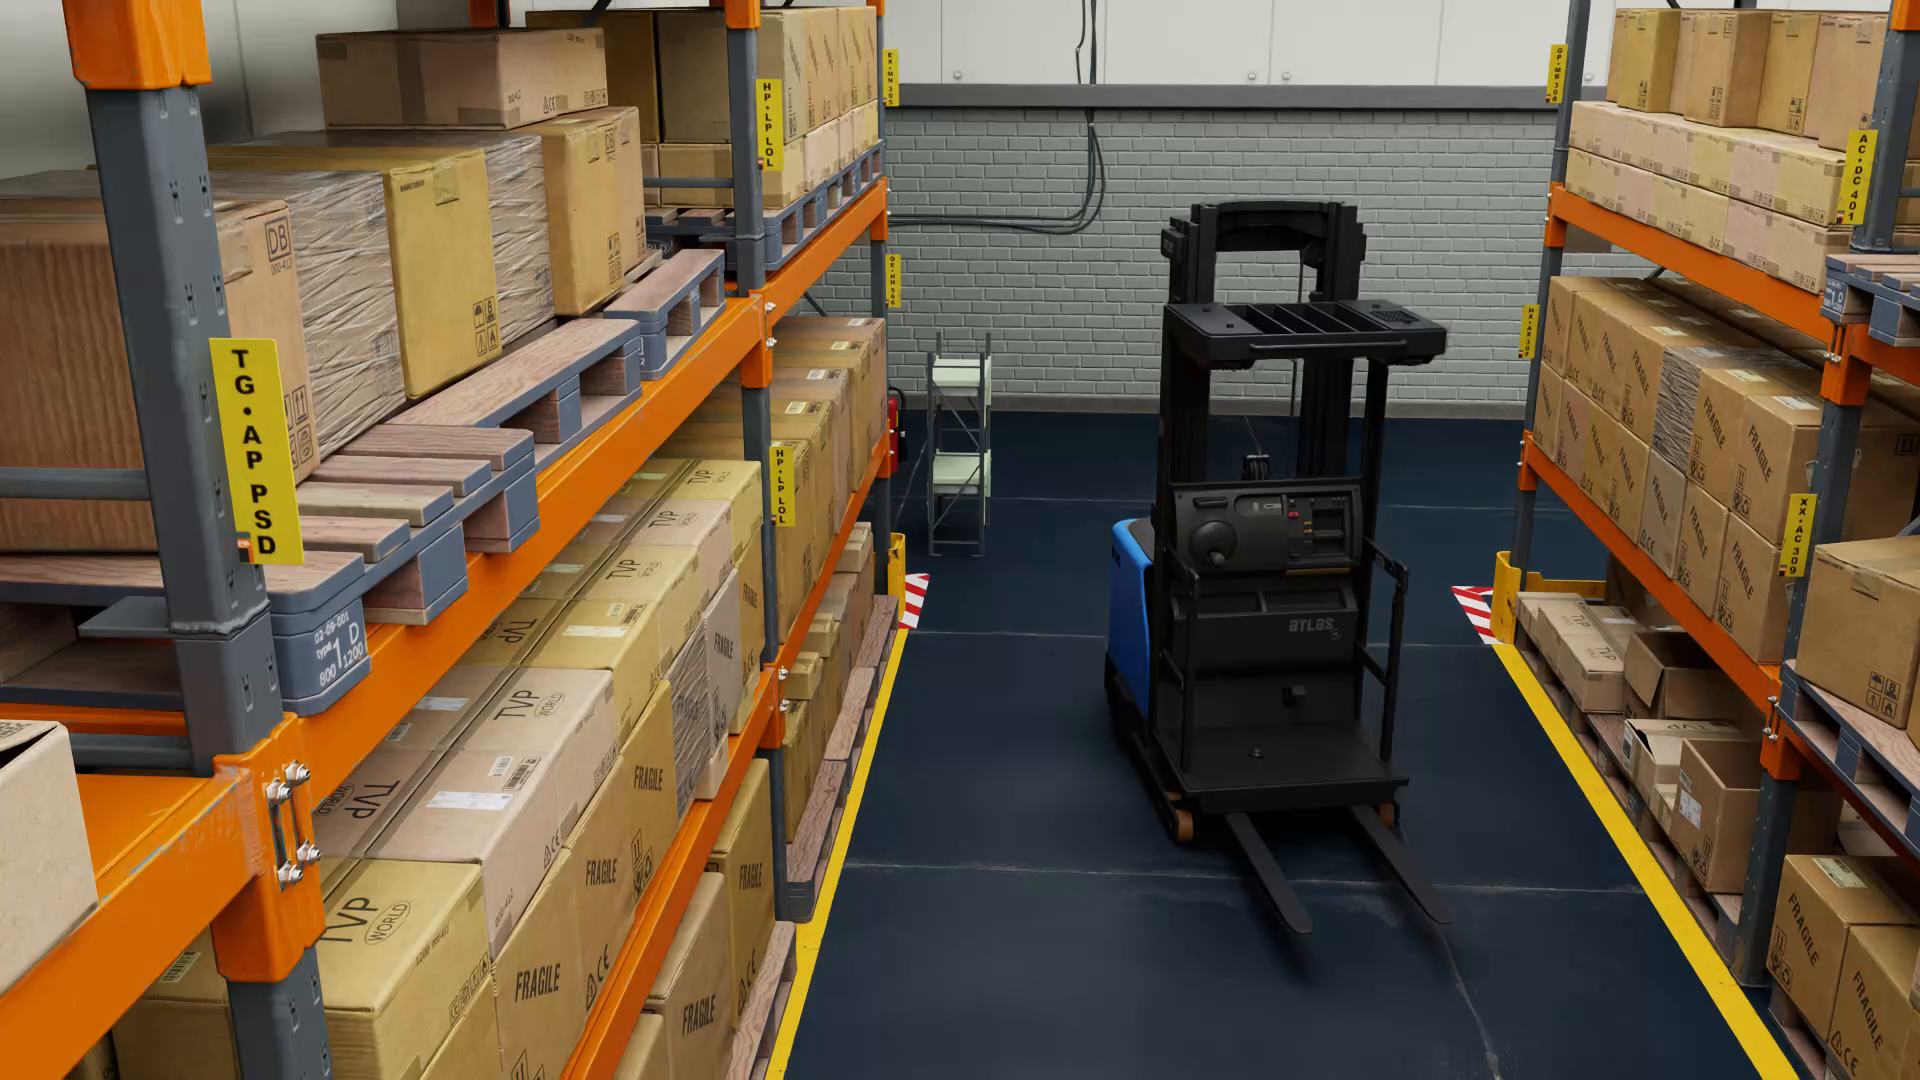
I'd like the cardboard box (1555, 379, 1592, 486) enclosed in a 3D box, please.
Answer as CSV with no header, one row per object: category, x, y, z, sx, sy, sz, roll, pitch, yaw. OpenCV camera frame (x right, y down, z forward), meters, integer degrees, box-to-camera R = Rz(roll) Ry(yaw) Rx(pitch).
cardboard box,3.661,-0.593,9.255,0.500,0.500,0.500,1,18,3

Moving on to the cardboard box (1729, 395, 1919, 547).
cardboard box,3.479,-0.281,6.697,0.500,0.500,0.500,1,18,4

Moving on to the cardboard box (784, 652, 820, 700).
cardboard box,-0.878,0.643,7.942,0.380,0.149,0.250,2,18,6

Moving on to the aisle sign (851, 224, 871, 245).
aisle sign,-0.649,-2.198,10.139,0.394,0.787,0.004,1,18,4

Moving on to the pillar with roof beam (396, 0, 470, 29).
pillar with roof beam,2.241,-2.696,6.200,9.100,9.000,0.400,1,18,4

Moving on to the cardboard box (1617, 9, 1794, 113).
cardboard box,3.847,-2.472,8.568,0.700,0.500,0.500,1,18,4

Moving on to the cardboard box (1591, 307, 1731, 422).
cardboard box,3.622,-0.911,8.618,0.500,0.500,0.500,2,18,5

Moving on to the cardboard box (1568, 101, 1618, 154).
cardboard box,3.691,-2.276,9.171,0.500,0.250,0.500,1,18,4

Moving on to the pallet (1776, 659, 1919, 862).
pallet,3.535,0.742,5.651,1.003,0.211,1.213,1,18,4

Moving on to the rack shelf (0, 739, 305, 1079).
rack shelf,-1.670,1.075,0.663,1.077,0.370,4.000,1,18,4

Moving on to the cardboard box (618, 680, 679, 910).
cardboard box,-1.124,0.716,4.752,0.500,0.500,0.500,2,18,5

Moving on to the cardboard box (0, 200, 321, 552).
cardboard box,-1.550,-0.294,2.817,0.700,0.500,0.500,0,18,0

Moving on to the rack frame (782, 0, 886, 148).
rack frame,-0.954,-3.798,9.562,1.000,3.000,0.127,1,18,4

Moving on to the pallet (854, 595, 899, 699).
pallet,-0.933,0.628,10.167,1.003,0.211,1.213,1,18,4

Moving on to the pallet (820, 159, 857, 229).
pallet,-1.081,-1.720,8.180,1.003,0.211,1.213,1,18,4

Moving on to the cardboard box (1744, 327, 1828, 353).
cardboard box,4.125,-0.738,8.093,0.500,0.500,0.500,2,18,6

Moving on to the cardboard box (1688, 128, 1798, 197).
cardboard box,3.542,-1.655,7.276,0.500,0.250,0.500,1,18,4

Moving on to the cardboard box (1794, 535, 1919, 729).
cardboard box,3.444,0.300,5.856,0.700,0.500,0.500,-5,19,-15

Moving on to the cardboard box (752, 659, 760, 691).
cardboard box,-0.982,0.516,6.401,0.380,0.149,0.250,1,18,4

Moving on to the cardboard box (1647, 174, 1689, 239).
cardboard box,3.585,-1.572,7.828,0.500,0.250,0.500,1,18,4

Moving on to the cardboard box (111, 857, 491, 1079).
cardboard box,-1.235,0.839,3.172,0.500,0.250,0.500,2,18,5

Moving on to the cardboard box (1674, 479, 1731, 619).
cardboard box,3.516,0.036,7.335,0.500,0.500,0.500,2,18,5

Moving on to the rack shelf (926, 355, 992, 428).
rack shelf,0.000,-1.081,12.062,0.431,0.370,0.720,1,18,4

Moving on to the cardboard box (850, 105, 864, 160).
cardboard box,-0.777,-2.153,8.766,0.500,0.250,0.500,1,18,2

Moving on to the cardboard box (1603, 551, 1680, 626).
cardboard box,4.194,0.315,9.951,0.500,0.500,0.500,1,18,4

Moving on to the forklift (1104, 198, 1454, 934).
forklift,1.528,-0.054,7.880,1.130,2.935,3.031,-2,18,-7

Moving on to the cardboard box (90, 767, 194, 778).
cardboard box,-1.713,0.675,3.670,0.500,0.250,0.500,1,18,2

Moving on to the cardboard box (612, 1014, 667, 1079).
cardboard box,-1.274,1.862,4.701,0.750,0.750,0.750,1,18,4

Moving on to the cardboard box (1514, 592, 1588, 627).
cardboard box,3.615,0.430,10.164,0.380,0.149,0.250,1,18,4

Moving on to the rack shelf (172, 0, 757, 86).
rack shelf,-1.384,-1.403,4.049,1.077,0.370,4.000,1,18,4

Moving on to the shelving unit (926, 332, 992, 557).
shelving unit,0.000,-0.711,12.183,0.431,1.500,0.755,1,18,4

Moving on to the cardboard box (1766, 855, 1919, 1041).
cardboard box,3.423,1.528,6.250,0.500,0.500,0.500,0,18,1

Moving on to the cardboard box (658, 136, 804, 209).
cardboard box,-0.928,-1.515,6.817,0.500,0.250,0.500,1,18,4

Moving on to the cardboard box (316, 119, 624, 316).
cardboard box,-1.388,-0.942,4.795,0.700,0.500,0.500,1,18,3

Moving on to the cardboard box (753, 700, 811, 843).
cardboard box,-1.084,1.054,7.730,0.700,0.500,0.500,2,18,5

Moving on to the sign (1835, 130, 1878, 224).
sign,3.159,-1.276,5.853,0.100,0.325,0.005,1,18,4

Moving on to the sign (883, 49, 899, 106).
sign,-0.413,-2.739,9.853,0.100,0.325,0.005,1,18,4

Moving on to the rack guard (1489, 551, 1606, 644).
rack guard,3.982,0.374,10.479,1.175,0.500,0.348,1,18,4

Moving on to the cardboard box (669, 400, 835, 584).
cardboard box,-1.127,-0.242,7.863,0.980,0.700,0.700,1,18,3

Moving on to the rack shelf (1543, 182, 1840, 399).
rack shelf,3.844,-1.300,7.912,1.077,0.370,4.000,1,18,4

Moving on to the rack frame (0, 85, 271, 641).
rack frame,-1.527,-1.313,1.979,1.000,3.000,0.127,1,18,4

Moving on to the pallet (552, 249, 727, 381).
pallet,-1.257,-0.753,5.395,0.805,0.209,1.217,1,18,2

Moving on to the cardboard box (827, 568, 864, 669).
cardboard box,-0.940,0.416,9.675,0.700,0.500,0.500,1,18,4

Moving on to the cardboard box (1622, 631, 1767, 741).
cardboard box,3.830,0.798,8.472,0.797,0.503,0.637,1,18,4

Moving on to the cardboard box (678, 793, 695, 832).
cardboard box,-1.084,0.833,5.436,0.380,0.149,0.250,1,18,4

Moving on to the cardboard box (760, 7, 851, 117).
cardboard box,-0.810,-2.354,8.174,0.500,0.500,0.500,0,18,1

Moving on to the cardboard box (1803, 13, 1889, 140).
cardboard box,3.875,-1.847,6.660,0.700,0.500,0.500,1,18,4
